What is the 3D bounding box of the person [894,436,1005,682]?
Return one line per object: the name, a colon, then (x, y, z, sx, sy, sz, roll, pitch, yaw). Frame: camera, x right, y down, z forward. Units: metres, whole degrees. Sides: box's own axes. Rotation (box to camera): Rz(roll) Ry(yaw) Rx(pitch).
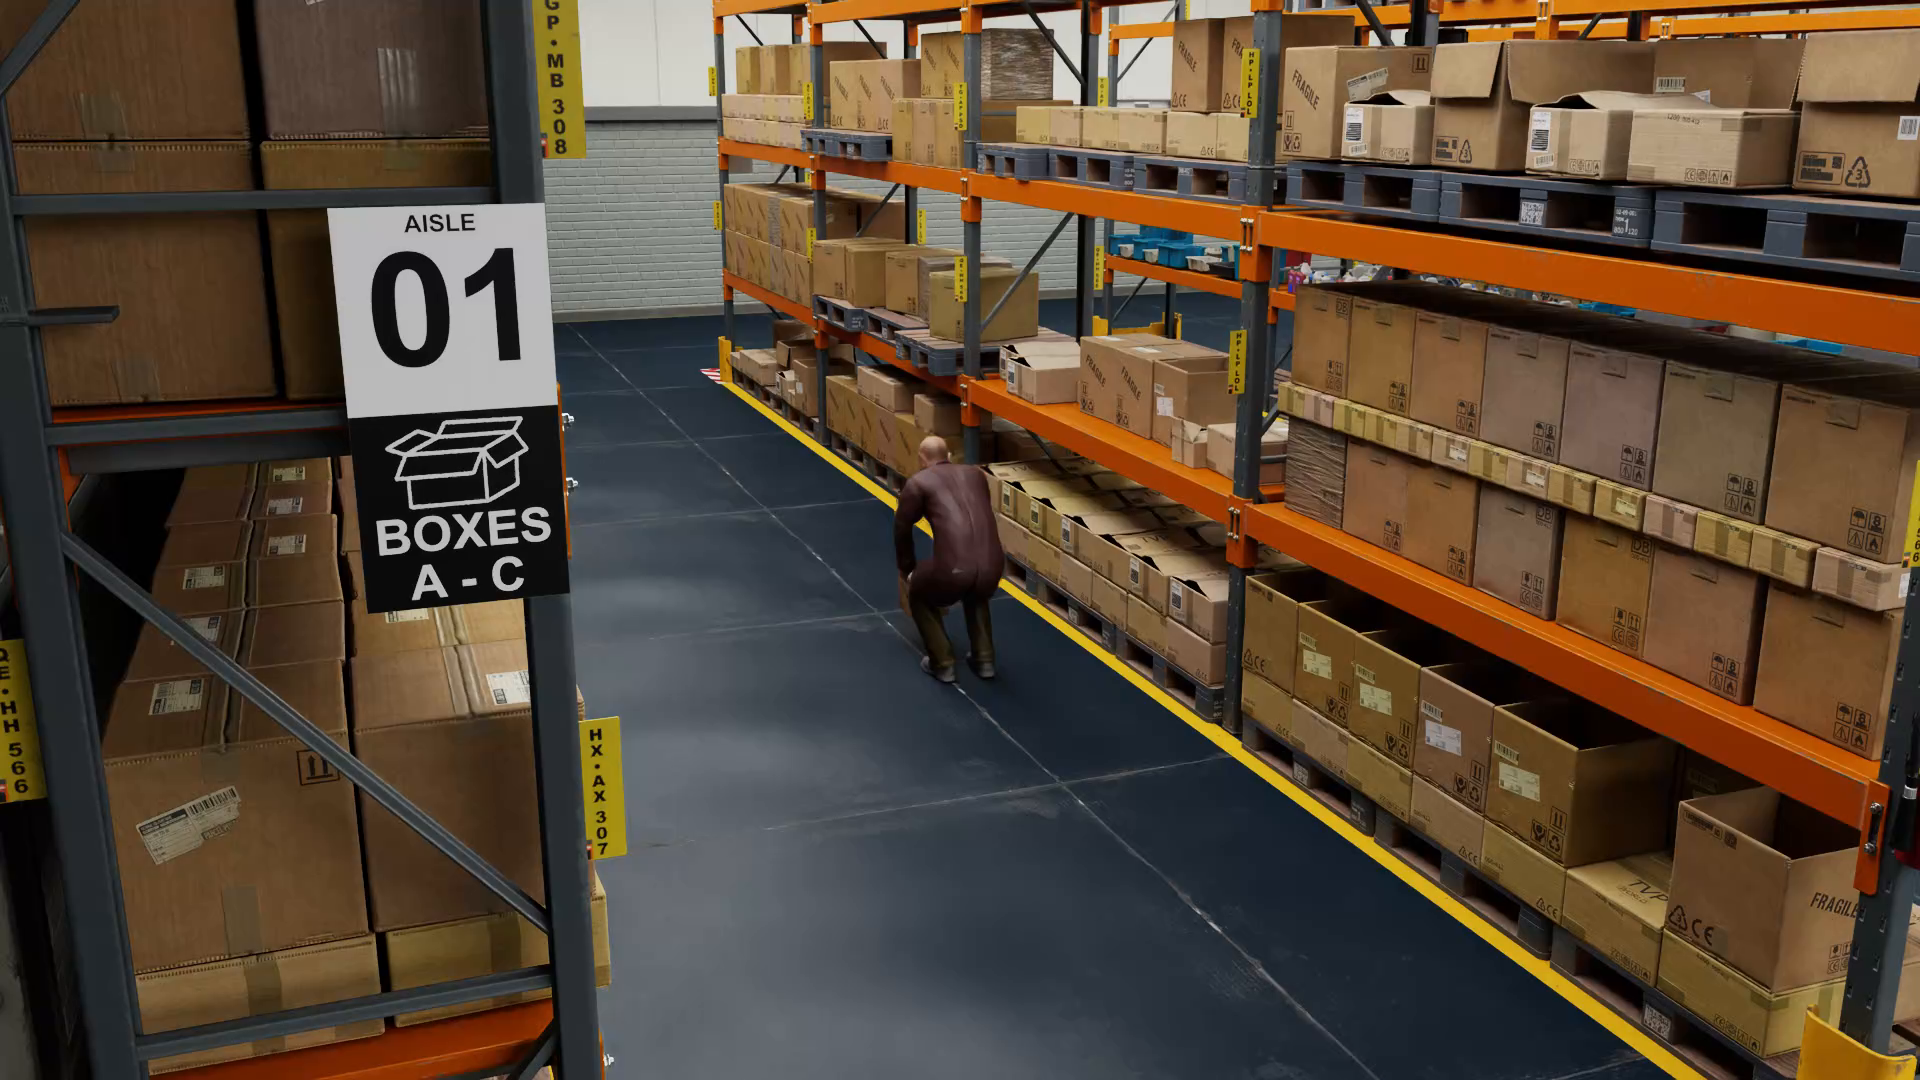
person: (-0.058, 0.120, 9.857, 0.633, 1.388, 0.734, -6, 16, -20)
